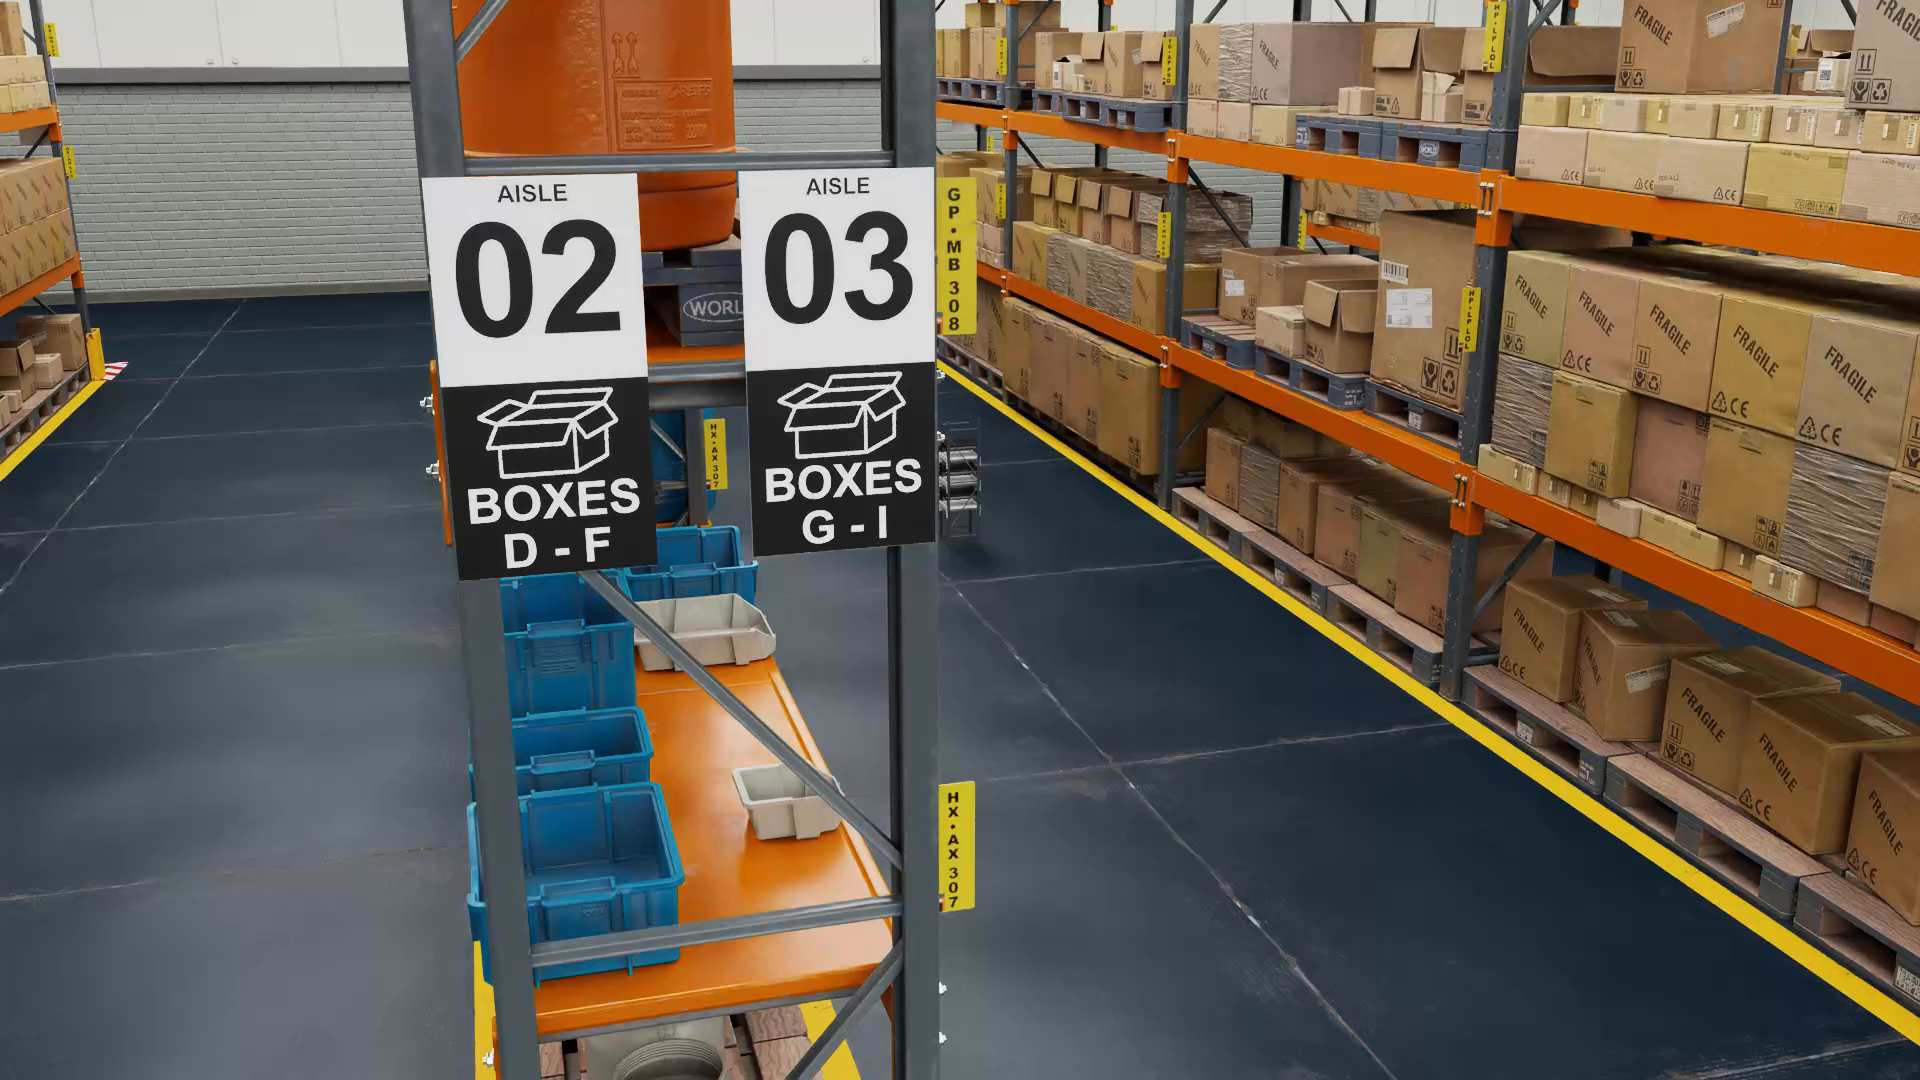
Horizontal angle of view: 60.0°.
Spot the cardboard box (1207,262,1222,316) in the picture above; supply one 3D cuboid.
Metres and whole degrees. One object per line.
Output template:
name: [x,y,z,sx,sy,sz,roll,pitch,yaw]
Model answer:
cardboard box: [2.148,-1.917,12.946,0.500,0.500,0.500,-4,17,-14]

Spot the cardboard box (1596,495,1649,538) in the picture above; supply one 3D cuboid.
cardboard box: [3.147,-0.125,7.592,0.380,0.149,0.250,-5,17,-15]

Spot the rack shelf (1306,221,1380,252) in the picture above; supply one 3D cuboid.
rack shelf: [5.167,-3.392,19.282,1.077,0.370,4.000,-5,17,-15]

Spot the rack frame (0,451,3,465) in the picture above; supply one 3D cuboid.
rack frame: [-8.606,-2.037,13.521,1.000,3.000,0.127,-5,17,-15]

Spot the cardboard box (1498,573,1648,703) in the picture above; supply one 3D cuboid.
cardboard box: [3.190,0.503,8.678,0.500,0.500,0.500,-5,18,-17]

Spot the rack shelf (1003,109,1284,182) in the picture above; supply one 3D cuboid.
rack shelf: [1.470,-3.358,13.955,1.077,0.370,4.000,-5,17,-15]

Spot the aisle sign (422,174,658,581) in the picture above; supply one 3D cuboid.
aisle sign: [-0.810,-0.310,3.253,0.394,0.787,0.004,-5,17,-15]

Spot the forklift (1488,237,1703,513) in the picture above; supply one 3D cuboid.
forklift: [4.565,-1.617,12.240,1.130,2.935,3.031,-5,17,-15]

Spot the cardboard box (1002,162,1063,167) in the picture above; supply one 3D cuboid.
cardboard box: [0.759,-3.682,17.437,0.500,0.500,0.500,-5,18,-17]

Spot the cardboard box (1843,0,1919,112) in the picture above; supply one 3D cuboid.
cardboard box: [3.549,-1.775,5.875,0.500,0.500,0.500,-5,17,-15]

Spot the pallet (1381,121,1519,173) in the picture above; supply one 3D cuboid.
pallet: [3.052,-2.133,8.950,1.213,0.211,1.003,-5,17,-15]

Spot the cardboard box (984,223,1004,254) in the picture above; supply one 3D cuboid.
cardboard box: [0.547,-2.992,16.441,0.500,0.250,0.500,-5,17,-16]

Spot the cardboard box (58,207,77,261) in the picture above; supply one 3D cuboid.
cardboard box: [-9.320,-3.089,16.849,0.500,0.500,0.500,-4,17,-14]

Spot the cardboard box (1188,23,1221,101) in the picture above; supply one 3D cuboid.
cardboard box: [1.901,-3.287,11.423,0.500,0.500,0.500,-5,17,-15]

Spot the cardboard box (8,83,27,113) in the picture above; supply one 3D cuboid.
cardboard box: [-9.033,-4.111,15.470,0.500,0.250,0.500,-5,17,-15]

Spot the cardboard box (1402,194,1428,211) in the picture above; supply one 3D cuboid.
cardboard box: [5.171,-3.629,18.130,0.500,0.500,0.500,-5,17,-17]

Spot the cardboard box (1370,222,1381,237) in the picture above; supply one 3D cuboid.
cardboard box: [4.915,-3.551,18.995,0.380,0.149,0.250,-4,17,-14]

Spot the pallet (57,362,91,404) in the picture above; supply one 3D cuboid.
pallet: [-9.464,-1.567,16.802,1.003,0.211,1.213,-5,17,-15]

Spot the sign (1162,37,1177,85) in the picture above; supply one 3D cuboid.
sign: [1.484,-3.394,11.786,0.100,0.325,0.005,-5,17,-15]

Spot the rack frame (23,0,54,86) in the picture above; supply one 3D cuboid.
rack frame: [-9.705,-6.017,16.341,1.000,3.000,0.127,-5,17,-15]

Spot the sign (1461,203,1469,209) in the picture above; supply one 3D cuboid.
sign: [5.197,-3.553,17.063,0.100,0.325,0.005,-5,17,-15]

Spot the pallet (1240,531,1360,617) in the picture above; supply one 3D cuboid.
pallet: [2.565,0.175,11.001,1.003,0.211,1.213,-5,17,-15]

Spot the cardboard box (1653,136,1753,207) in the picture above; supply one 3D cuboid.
cardboard box: [3.273,-1.543,6.920,0.500,0.250,0.500,-5,18,-17]

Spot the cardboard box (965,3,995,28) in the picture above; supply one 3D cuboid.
cardboard box: [0.366,-5.459,17.317,0.500,0.250,0.500,-5,18,-17]

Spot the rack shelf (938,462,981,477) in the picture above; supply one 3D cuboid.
rack shelf: [-0.002,-0.487,11.814,0.258,0.077,0.200,-5,17,-15]

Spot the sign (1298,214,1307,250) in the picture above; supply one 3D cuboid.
sign: [2.539,-2.275,12.438,0.100,0.325,0.005,-5,17,-15]

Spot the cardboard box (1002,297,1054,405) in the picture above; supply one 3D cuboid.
cardboard box: [1.115,-1.828,15.786,1.225,0.875,0.875,-5,17,-15]

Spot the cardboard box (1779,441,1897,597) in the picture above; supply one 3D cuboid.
cardboard box: [3.745,-0.116,6.432,0.875,0.500,0.500,-5,17,-15]

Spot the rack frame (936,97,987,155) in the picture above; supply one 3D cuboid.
rack frame: [-0.179,-3.926,19.808,1.000,3.000,0.127,-5,17,-15]

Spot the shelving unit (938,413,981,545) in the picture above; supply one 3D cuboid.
shelving unit: [-0.002,-0.433,11.830,0.258,0.900,0.210,-5,17,-15]

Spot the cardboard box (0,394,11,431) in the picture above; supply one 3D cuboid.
cardboard box: [-8.513,-1.094,14.288,0.500,0.311,0.500,-5,17,-15]

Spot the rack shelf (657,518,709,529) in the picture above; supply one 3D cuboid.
rack shelf: [-2.193,-0.424,9.400,1.077,0.370,4.000,-5,17,-15]

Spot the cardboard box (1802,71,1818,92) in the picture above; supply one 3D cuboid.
cardboard box: [6.754,-3.538,12.834,0.380,0.149,0.250,-5,18,-17]

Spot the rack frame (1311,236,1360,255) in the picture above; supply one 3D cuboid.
rack frame: [4.618,-4.290,21.021,1.000,3.000,0.127,-5,17,-15]

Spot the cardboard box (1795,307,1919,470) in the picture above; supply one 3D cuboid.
cardboard box: [3.551,-0.579,6.235,0.500,0.500,0.500,-5,17,-15]

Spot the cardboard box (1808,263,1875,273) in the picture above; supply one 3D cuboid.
cardboard box: [6.823,-1.839,12.688,0.500,0.500,0.500,-5,17,-16]

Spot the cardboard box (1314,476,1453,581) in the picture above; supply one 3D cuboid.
cardboard box: [2.704,-0.080,10.585,0.700,0.500,0.500,-6,18,-20]

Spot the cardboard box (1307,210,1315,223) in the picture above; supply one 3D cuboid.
cardboard box: [4.501,-3.987,20.449,0.380,0.149,0.250,-4,17,-13]

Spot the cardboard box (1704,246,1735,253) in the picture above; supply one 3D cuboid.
cardboard box: [6.243,-2.401,13.922,0.380,0.149,0.250,-4,17,-14]

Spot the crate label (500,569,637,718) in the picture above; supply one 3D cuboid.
crate label: [-1.310,0.387,5.390,0.502,0.435,0.616,-5,17,-15]

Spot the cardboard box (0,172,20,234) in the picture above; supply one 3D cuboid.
cardboard box: [-8.748,-3.002,14.819,0.500,0.500,0.500,-5,17,-17]

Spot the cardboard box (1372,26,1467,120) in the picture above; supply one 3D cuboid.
cardboard box: [2.825,-2.692,9.577,0.797,0.503,0.637,-4,17,-13]

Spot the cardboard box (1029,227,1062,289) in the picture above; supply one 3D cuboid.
cardboard box: [0.945,-2.582,15.158,0.500,0.500,0.500,-5,17,-15]

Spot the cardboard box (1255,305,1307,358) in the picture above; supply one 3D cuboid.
cardboard box: [2.259,-1.361,10.799,0.500,0.250,0.500,-5,17,-17]

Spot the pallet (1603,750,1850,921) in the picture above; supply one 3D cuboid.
pallet: [3.676,1.250,7.425,1.003,0.211,1.213,-5,17,-15]

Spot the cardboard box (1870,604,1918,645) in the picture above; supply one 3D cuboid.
cardboard box: [3.672,0.280,6.241,0.380,0.149,0.250,-5,17,-15]

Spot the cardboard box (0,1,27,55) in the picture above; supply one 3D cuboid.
cardboard box: [-9.548,-4.966,16.146,0.700,0.500,0.500,-5,17,-15]

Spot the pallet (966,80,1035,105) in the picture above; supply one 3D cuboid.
pallet: [0.705,-4.441,16.462,1.003,0.211,1.213,-5,17,-15]

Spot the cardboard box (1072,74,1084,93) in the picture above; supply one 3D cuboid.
cardboard box: [1.185,-3.913,14.258,0.380,0.149,0.250,-5,18,-18]

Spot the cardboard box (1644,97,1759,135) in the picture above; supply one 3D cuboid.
cardboard box: [3.214,-1.839,7.213,0.380,0.149,0.250,-4,17,-14]
